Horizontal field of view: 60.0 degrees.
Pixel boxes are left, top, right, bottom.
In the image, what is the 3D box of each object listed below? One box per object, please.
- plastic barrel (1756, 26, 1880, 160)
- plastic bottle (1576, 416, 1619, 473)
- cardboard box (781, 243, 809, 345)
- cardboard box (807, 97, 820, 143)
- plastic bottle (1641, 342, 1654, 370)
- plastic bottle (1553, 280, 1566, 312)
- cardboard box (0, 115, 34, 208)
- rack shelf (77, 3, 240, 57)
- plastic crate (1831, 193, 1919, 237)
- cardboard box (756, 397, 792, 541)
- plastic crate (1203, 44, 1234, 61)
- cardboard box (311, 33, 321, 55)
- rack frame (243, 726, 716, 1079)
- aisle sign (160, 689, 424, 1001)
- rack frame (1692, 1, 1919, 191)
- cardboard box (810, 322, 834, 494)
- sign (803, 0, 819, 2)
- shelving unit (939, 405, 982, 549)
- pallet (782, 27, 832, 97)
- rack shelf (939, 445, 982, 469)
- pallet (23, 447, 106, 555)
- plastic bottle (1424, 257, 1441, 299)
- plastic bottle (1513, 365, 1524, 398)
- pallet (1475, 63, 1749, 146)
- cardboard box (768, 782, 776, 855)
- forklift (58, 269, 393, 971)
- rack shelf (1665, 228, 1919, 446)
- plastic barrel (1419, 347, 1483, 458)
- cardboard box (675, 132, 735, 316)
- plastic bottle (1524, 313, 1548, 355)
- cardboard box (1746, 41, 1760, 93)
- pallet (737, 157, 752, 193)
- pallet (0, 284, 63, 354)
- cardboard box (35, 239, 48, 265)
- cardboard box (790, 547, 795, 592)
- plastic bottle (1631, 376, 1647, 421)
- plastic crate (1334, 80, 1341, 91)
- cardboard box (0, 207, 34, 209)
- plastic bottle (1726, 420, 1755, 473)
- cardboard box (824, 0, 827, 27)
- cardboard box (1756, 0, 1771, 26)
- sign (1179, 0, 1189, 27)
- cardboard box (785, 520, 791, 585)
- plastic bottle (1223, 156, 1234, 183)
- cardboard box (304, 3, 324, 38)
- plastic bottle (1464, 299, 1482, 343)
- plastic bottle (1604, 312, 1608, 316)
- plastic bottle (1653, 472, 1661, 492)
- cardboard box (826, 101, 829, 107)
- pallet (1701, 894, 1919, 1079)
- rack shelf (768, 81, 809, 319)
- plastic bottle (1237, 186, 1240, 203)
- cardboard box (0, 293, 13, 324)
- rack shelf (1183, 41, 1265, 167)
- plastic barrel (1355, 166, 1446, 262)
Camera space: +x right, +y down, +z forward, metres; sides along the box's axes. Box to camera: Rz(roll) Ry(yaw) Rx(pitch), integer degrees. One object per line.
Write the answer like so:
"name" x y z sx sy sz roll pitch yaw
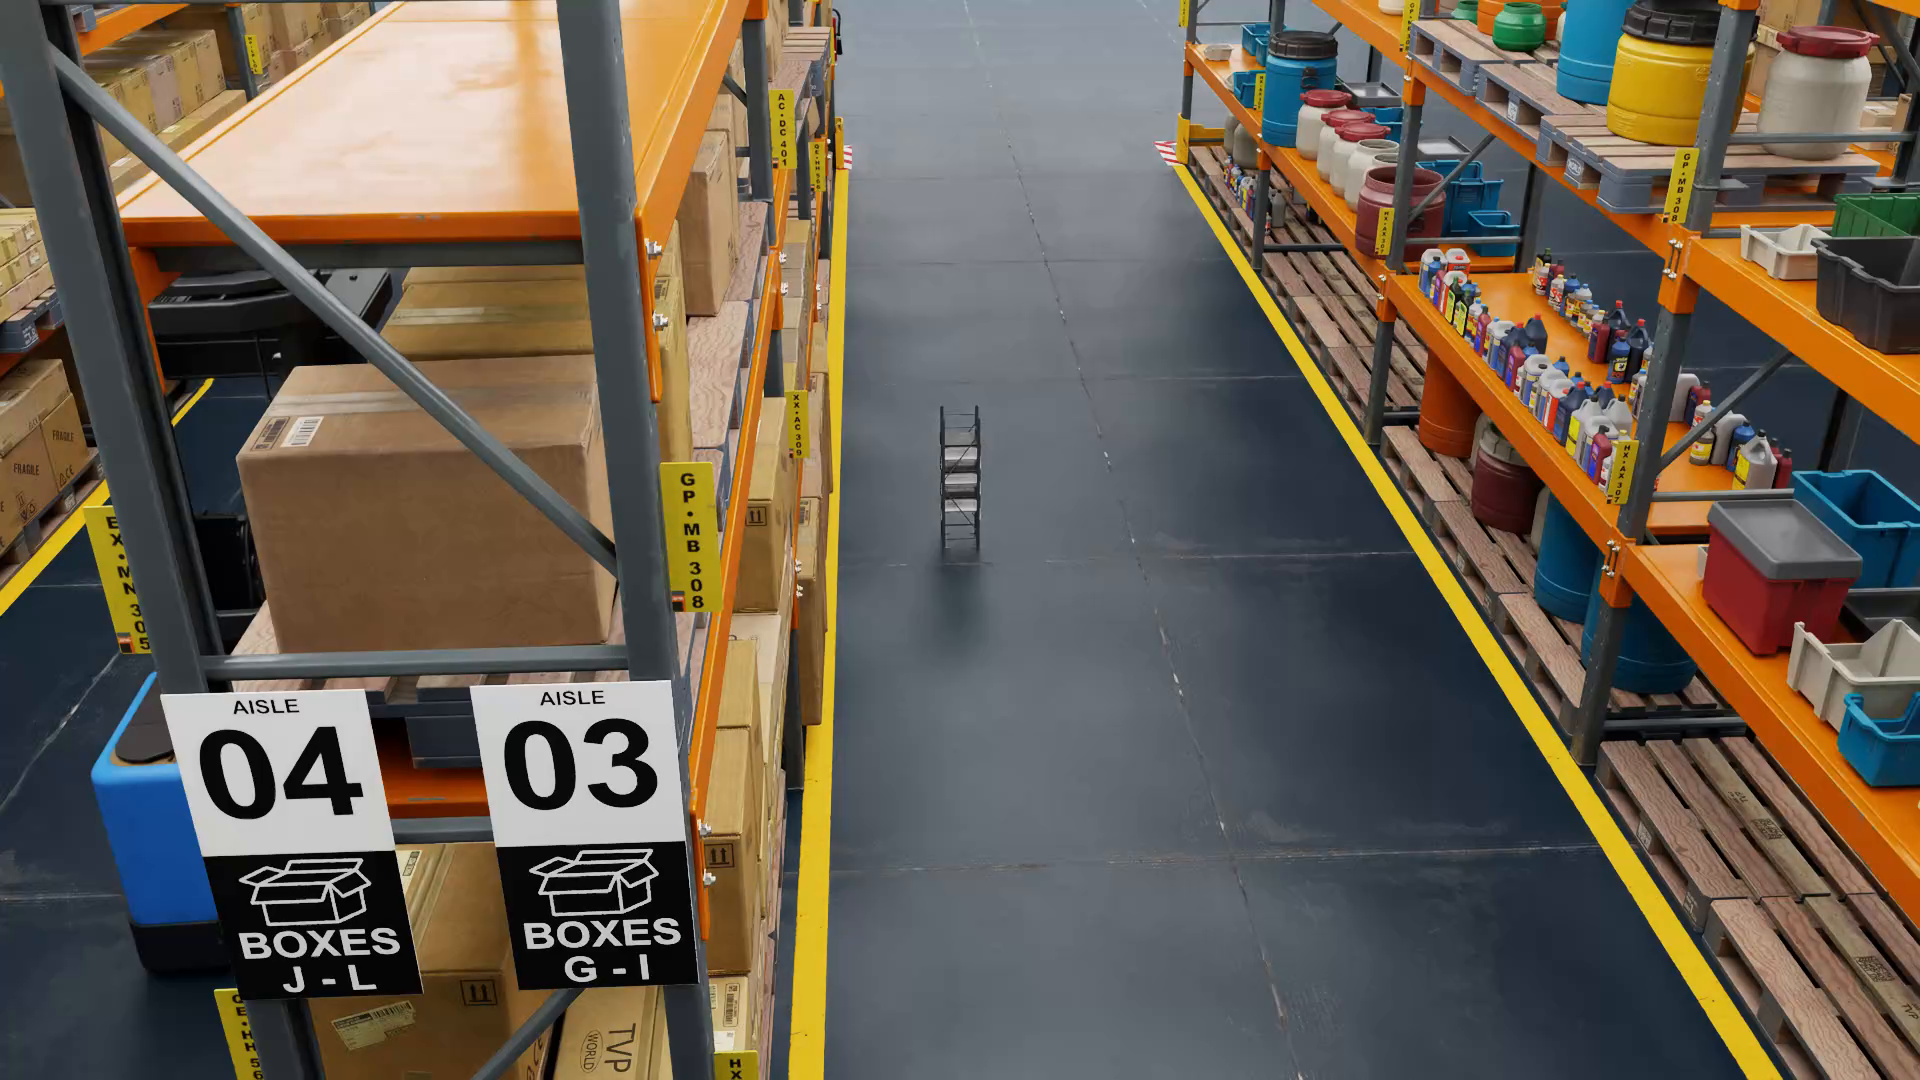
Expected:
"plastic barrel" 3.885 -2.031 7.556 0.433 0.535 0.433 0 28 0
"plastic bottle" 3.299 -0.494 8.587 0.152 0.276 0.135 -1 28 -3
"cardboard box" -1.200 -1.526 10.323 0.500 0.500 0.500 -2 28 -3
"cardboard box" -1.519 -3.214 13.104 0.797 0.503 0.637 1 28 3
"plastic bottle" 3.974 -1.006 9.574 0.097 0.271 0.097 0 28 0
"plastic bottle" 3.905 -1.583 10.757 0.097 0.201 0.097 0 28 0
"cardboard box" -6.465 -2.556 11.217 0.700 0.500 0.500 -2 28 -3
"rack shelf" -6.556 -3.795 12.317 1.077 0.370 4.000 -1 28 -3
"plastic crate" 3.986 -1.253 6.895 0.450 0.188 0.662 -1 28 -3
"cardboard box" -0.993 -0.278 7.070 0.500 0.500 0.500 -1 28 -1
"plastic crate" 2.761 -5.210 17.780 0.298 0.136 0.250 -1 28 -3
"cardboard box" -6.782 -4.692 16.341 0.875 0.550 0.500 -1 28 -3
"rack frame" -1.076 1.761 4.130 1.000 3.000 0.127 -1 28 -3
"aisle sign" -1.371 0.649 3.451 0.394 0.787 0.004 -1 28 -3
"rack frame" 3.662 -2.866 6.514 1.000 3.000 0.127 -1 28 -3
"cardboard box" -1.478 -0.858 10.996 1.225 0.875 0.875 -3 28 -5
"sign" -0.939 -3.537 10.400 0.100 0.325 0.005 -1 28 -3
"shelving unit" 0.000 -0.395 10.535 0.258 0.900 0.210 -1 28 -3
"pallet" -1.407 -2.884 9.996 1.213 0.211 1.003 0 28 0
"rack shelf" 0.000 -0.525 10.467 0.258 0.077 0.200 -1 28 -3
"pallet" -6.412 -0.263 11.026 1.003 0.211 1.213 -1 28 -3
"plastic bottle" 3.131 -1.734 10.970 0.097 0.271 0.097 0 28 0
"plastic bottle" 3.220 -0.916 9.477 0.097 0.201 0.097 0 28 0
"pallet" 3.461 -2.335 8.945 1.003 0.211 1.213 -1 28 -3
"cardboard box" -0.846 0.990 5.879 0.380 0.149 0.250 -2 28 -4
"forklift" -3.155 -0.119 7.809 1.130 2.935 3.031 -3 28 -6
"rack shelf" 3.766 -0.293 5.603 1.077 0.370 4.000 -1 28 -3
"plastic barrel" 3.495 -1.052 11.415 0.600 0.830 0.708 -1 28 -3
"cardboard box" -1.160 -1.083 5.668 0.700 0.500 0.500 0 28 0
"plastic bottle" 3.374 -1.175 9.813 0.144 0.351 0.185 -1 28 -3
"cardboard box" 8.105 -4.742 16.491 0.700 0.500 0.500 -1 28 -2
"pallet" -1.382 -1.754 7.832 0.805 0.209 1.217 -2 28 -5
"pallet" -6.308 -1.449 10.492 1.213 0.211 1.003 -1 28 -3
"cardboard box" -5.971 -1.850 10.549 0.380 0.149 0.250 -1 28 -2
"cardboard box" -0.941 0.158 7.475 0.380 0.149 0.250 -1 28 -2
"plastic bottle" 3.818 -0.798 9.170 0.152 0.276 0.135 -1 28 -3
"plastic crate" 3.344 -4.118 15.468 0.767 0.338 0.504 -1 28 -3
"cardboard box" -6.206 -2.119 11.460 0.500 0.500 0.500 -1 28 -2
"plastic bottle" 4.032 -0.488 8.581 0.097 0.271 0.097 0 28 0
"cardboard box" -1.525 -5.076 15.728 0.500 0.500 0.500 -1 28 -3
"cardboard box" 8.108 -5.307 16.171 0.700 0.500 0.500 -1 28 -3
"sign" 2.486 -5.859 18.441 0.100 0.325 0.005 -1 28 -3
"cardboard box" -0.999 0.046 7.259 0.500 0.250 0.500 -2 28 -4
"plastic bottle" 2.819 -3.888 17.436 0.097 0.271 0.097 0 28 0
"cardboard box" -6.717 -5.173 16.094 0.875 0.550 0.500 -1 28 -3
"plastic bottle" 3.175 -1.352 10.238 0.097 0.271 0.097 0 28 0
"plastic bottle" 3.960 -1.297 10.119 0.061 0.283 0.133 -1 28 -3
"plastic bottle" 3.442 -0.304 8.303 0.097 0.201 0.097 0 28 0
"cardboard box" -1.448 -4.238 15.904 0.380 0.149 0.250 -1 28 -3
"pallet" 3.806 1.934 6.814 1.003 0.211 1.213 -1 28 -3
"rack shelf" -1.389 -2.021 8.915 1.077 0.370 4.000 -1 28 -3
"plastic bottle" 2.858 -3.512 16.790 0.097 0.201 0.097 0 28 0
"cardboard box" -5.933 -1.370 9.950 0.380 0.149 0.250 -2 28 -3
"rack shelf" 3.140 -4.505 16.922 1.077 0.370 4.000 -1 28 -3
"plastic barrel" 3.126 -2.320 11.808 0.600 0.536 0.708 -1 28 -3
